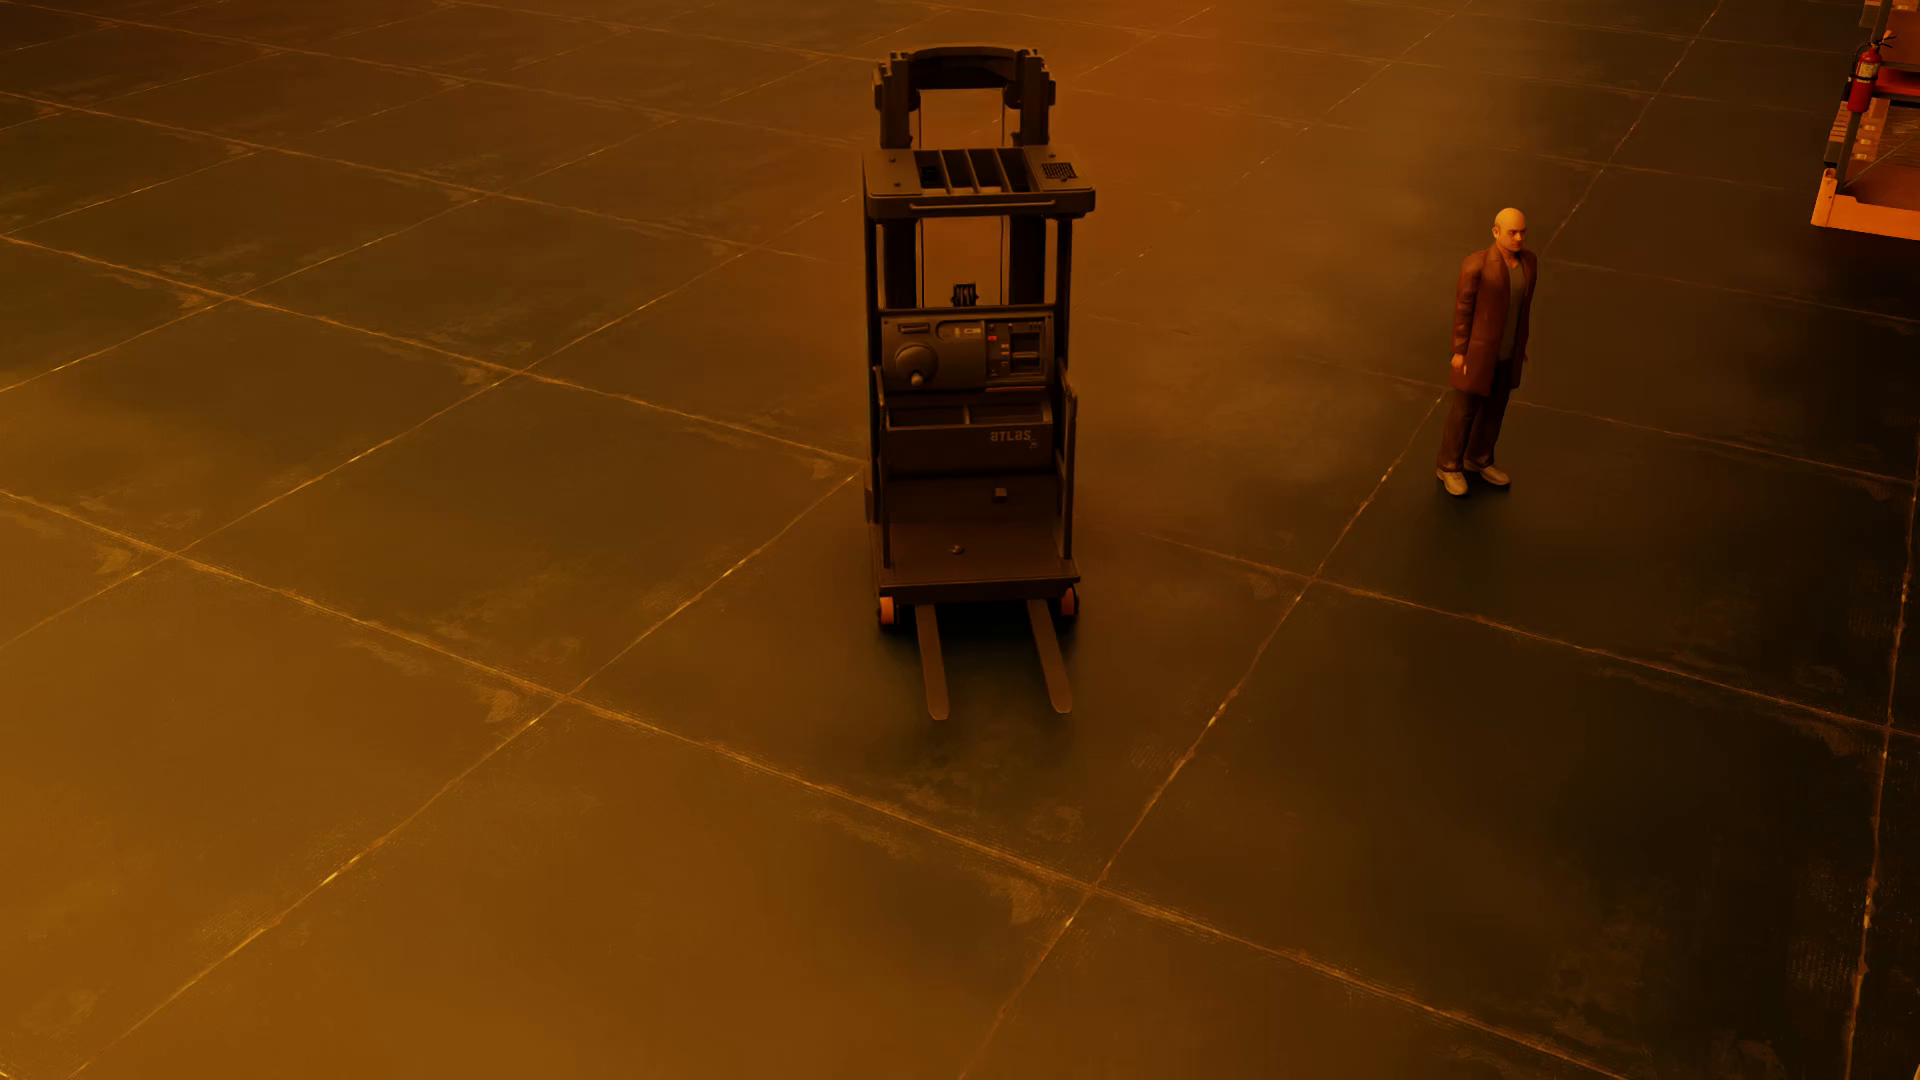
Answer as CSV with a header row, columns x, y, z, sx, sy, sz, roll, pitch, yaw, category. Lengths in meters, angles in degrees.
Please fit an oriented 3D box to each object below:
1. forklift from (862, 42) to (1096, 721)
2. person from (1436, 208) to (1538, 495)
x,y,z,sx,sy,sz,roll,pitch,yaw,category
0.067,-0.973,8.756,1.130,2.935,3.031,-3,30,-5,forklift
3.289,-1.158,10.227,0.549,1.782,0.385,-12,32,-20,person
